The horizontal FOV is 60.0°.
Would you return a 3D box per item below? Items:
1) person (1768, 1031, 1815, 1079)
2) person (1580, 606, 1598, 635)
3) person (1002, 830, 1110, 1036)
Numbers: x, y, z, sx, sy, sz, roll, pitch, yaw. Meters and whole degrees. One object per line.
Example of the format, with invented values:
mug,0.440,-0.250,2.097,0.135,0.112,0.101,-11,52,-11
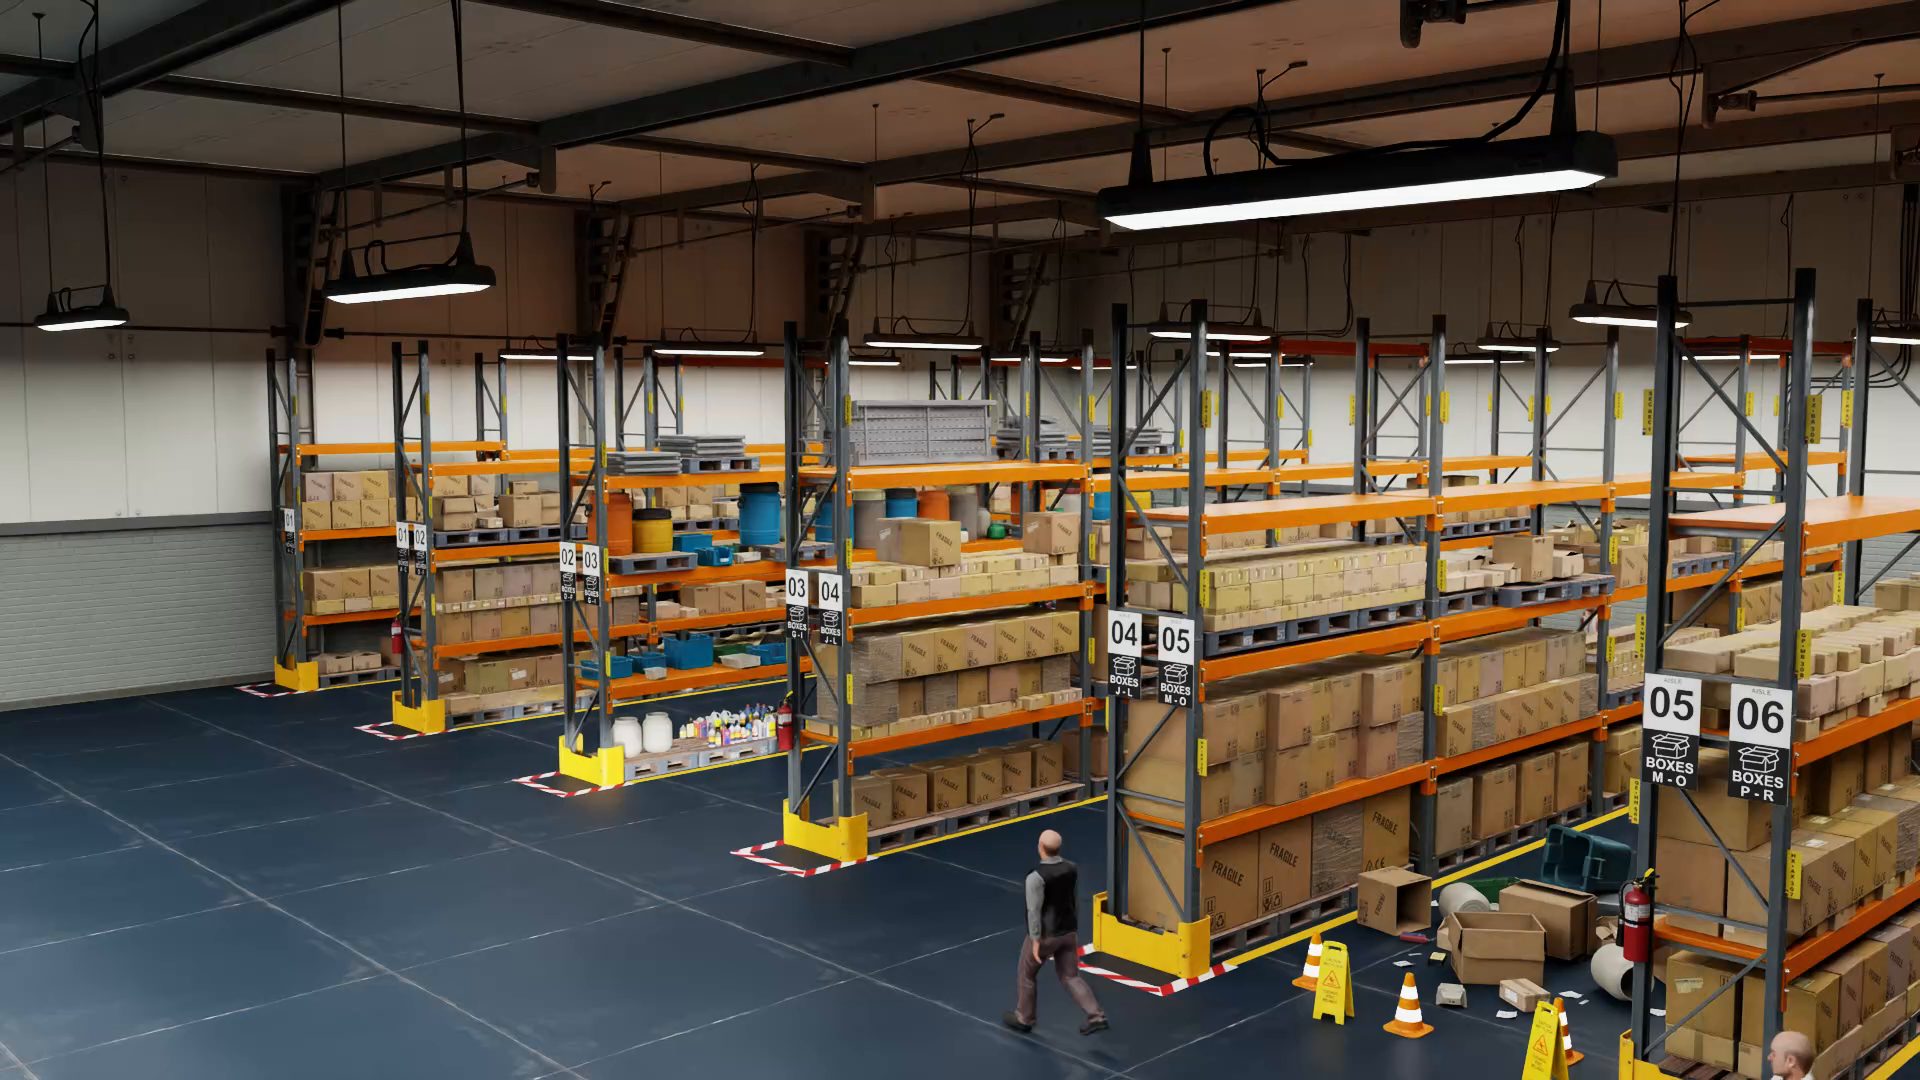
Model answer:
person,4.372,3.514,8.892,0.742,1.789,0.661,1,5,6
person,10.926,1.809,28.692,0.560,1.727,1.153,4,7,41
person,0.749,3.168,13.341,0.542,1.686,0.999,-4,7,-42
